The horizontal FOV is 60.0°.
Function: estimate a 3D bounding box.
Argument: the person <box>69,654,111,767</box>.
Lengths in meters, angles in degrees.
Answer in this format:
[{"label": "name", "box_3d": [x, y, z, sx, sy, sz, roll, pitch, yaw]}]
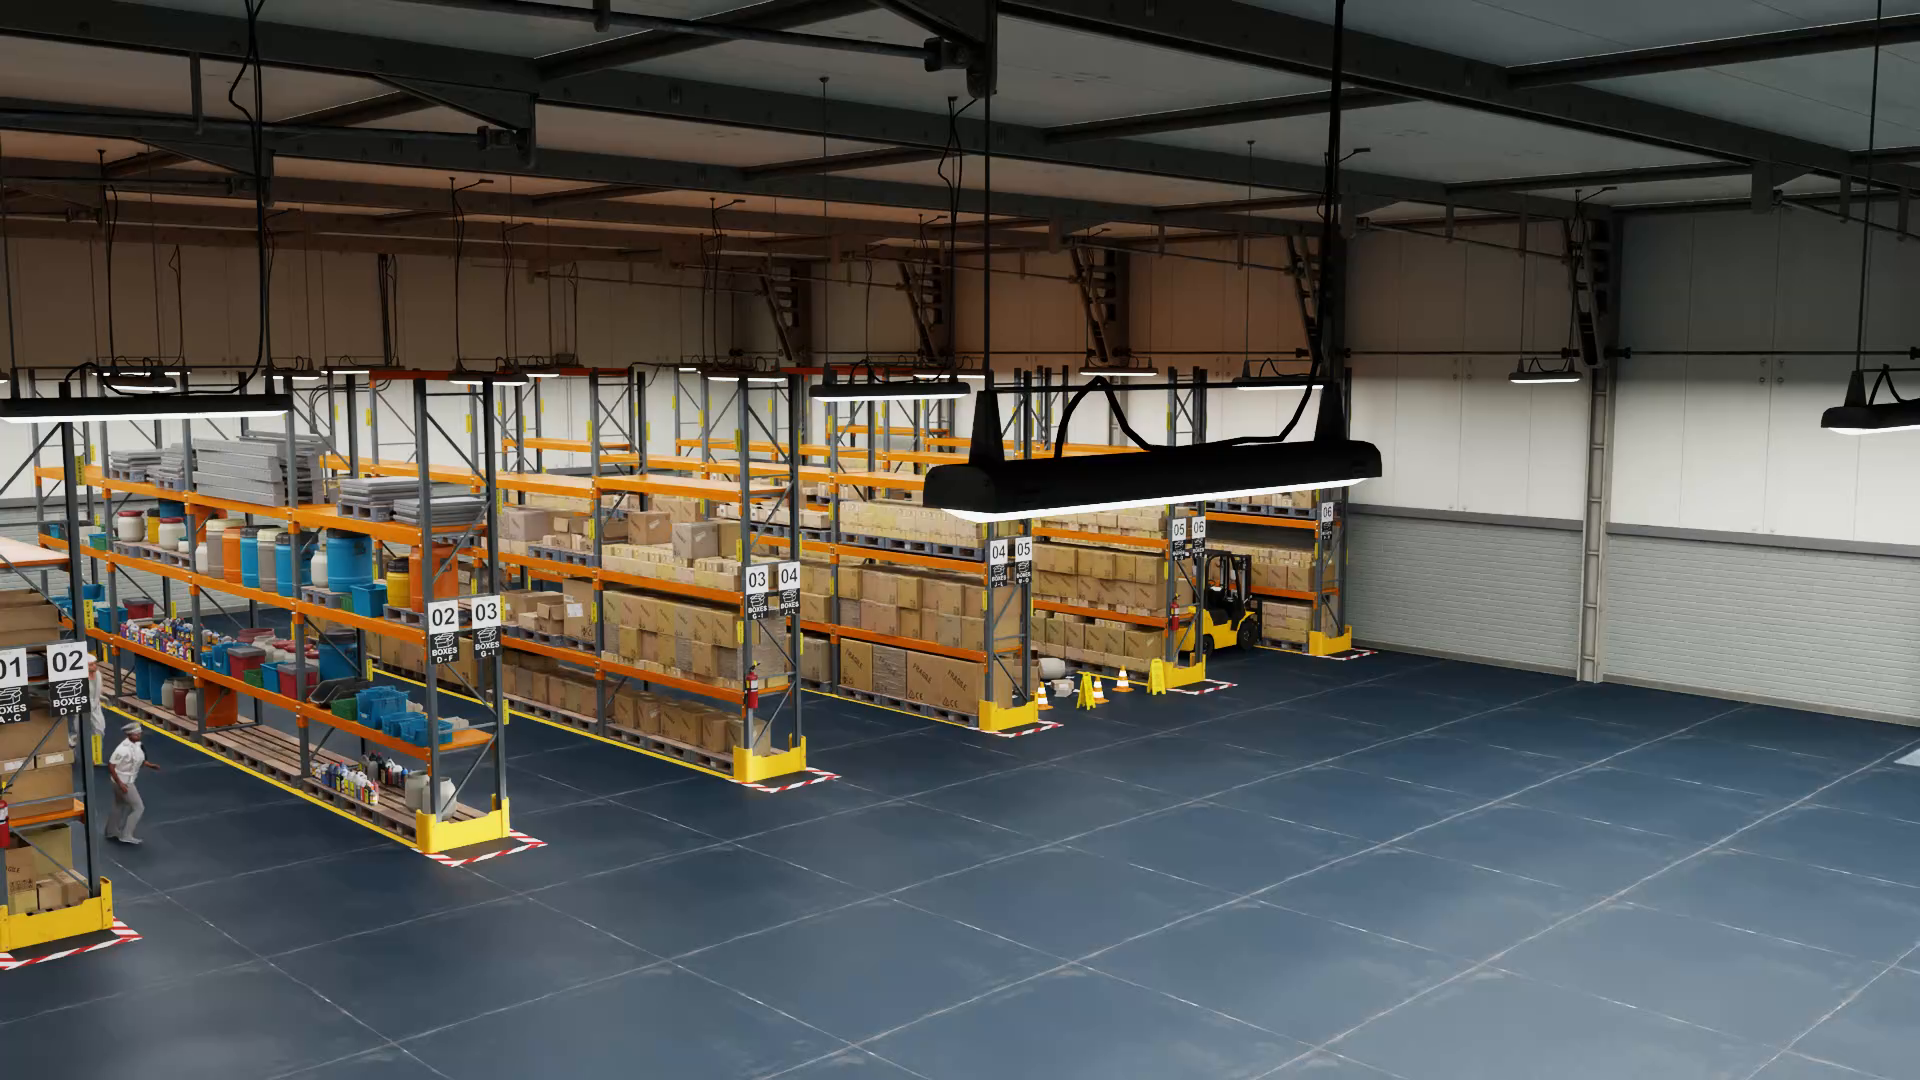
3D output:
[{"label": "person", "box_3d": [-13.411, 2.597, 25.461, 0.902, 1.747, 0.669, 4, 7, 29]}]

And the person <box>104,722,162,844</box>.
[{"label": "person", "box_3d": [-10.765, 3.130, 21.568, 0.770, 1.617, 0.626, -2, 7, -14]}]
